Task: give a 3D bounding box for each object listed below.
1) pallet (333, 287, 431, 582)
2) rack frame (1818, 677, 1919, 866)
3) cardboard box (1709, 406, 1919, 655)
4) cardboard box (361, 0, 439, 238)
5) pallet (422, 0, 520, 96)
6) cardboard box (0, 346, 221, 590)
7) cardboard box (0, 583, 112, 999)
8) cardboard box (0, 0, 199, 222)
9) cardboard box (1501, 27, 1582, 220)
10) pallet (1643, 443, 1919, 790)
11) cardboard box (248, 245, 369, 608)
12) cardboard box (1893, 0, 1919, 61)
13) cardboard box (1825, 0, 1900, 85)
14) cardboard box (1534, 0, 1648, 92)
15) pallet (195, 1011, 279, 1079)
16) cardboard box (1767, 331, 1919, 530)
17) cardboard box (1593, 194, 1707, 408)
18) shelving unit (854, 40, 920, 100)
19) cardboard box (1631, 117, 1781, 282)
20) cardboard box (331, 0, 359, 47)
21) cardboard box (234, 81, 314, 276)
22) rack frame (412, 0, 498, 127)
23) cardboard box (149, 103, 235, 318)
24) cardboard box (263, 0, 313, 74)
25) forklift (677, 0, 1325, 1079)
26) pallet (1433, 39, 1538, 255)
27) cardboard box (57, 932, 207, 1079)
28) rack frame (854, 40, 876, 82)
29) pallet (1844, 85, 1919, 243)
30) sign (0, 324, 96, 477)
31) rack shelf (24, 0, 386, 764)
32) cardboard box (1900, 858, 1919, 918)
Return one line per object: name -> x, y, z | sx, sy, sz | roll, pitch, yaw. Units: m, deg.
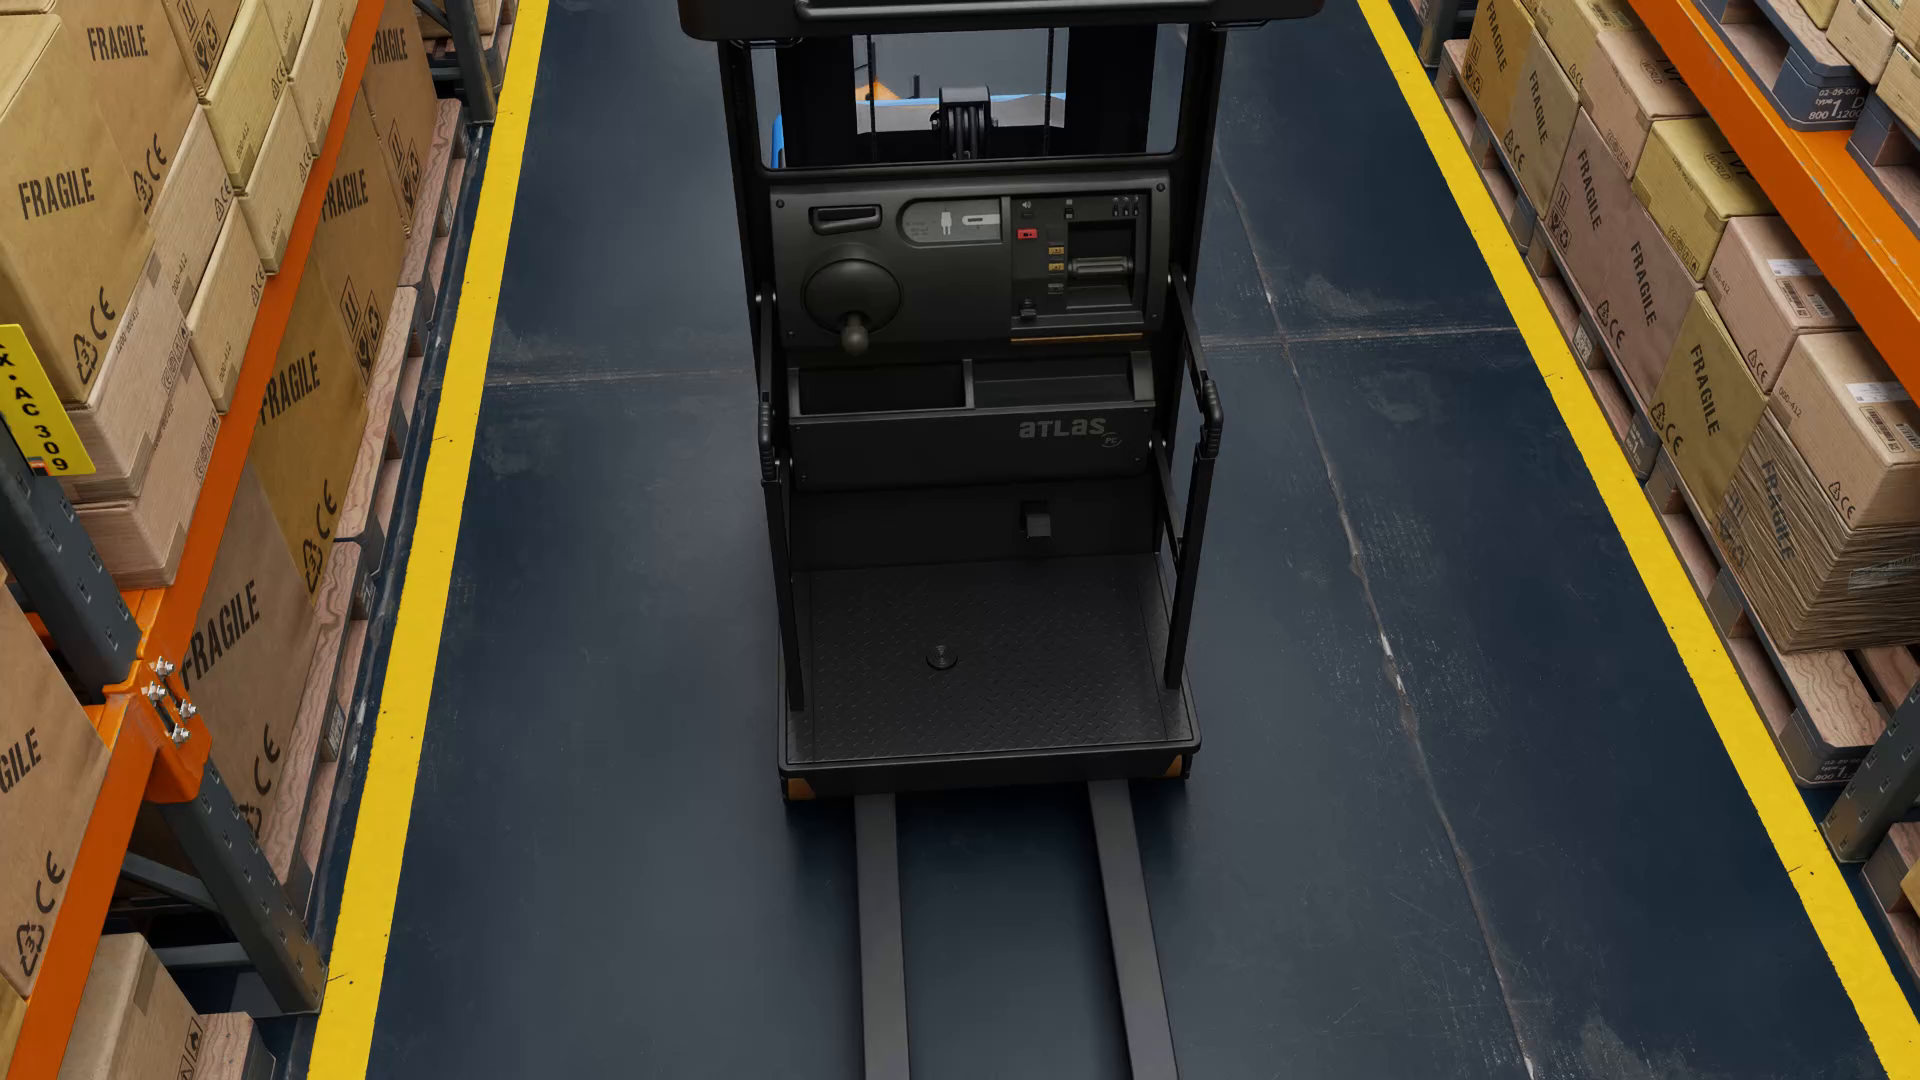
pallet -> -2.337, -0.345, 5.432 | 1.003, 0.211, 1.213 | -3, 47, -3
rack frame -> 2.832, -0.240, 3.411 | 1.000, 3.000, 0.127 | -3, 47, -3
cardboard box -> 2.519, -0.045, 4.659 | 0.500, 0.500, 0.500 | -4, 47, -4
cardboard box -> -2.452, -1.669, 5.939 | 0.875, 0.875, 0.875 | -4, 47, -4
pallet -> -2.491, -2.366, 7.346 | 1.003, 0.211, 1.213 | -3, 47, -3
cardboard box -> -1.866, -0.149, 3.428 | 0.500, 0.250, 0.500 | -4, 47, -4
cardboard box -> -1.799, 0.420, 2.718 | 0.500, 0.500, 0.500 | -3, 47, -3
cardboard box -> -1.913, -0.946, 3.323 | 0.500, 0.500, 0.500 | -4, 47, -4
cardboard box -> 2.348, -1.528, 6.063 | 0.500, 0.500, 0.500 | -3, 47, -3
pallet -> 2.765, 0.156, 4.957 | 1.003, 0.211, 1.213 | -3, 47, -3
cardboard box -> -2.307, -0.376, 4.715 | 0.875, 0.875, 0.875 | -2, 47, -2
cardboard box -> 2.534, -1.244, 4.041 | 0.380, 0.149, 0.250 | -5, 47, -5
cardboard box -> 2.511, -1.324, 4.322 | 0.380, 0.149, 0.250 | -5, 47, -5
cardboard box -> 2.356, -1.796, 5.801 | 0.500, 0.250, 0.500 | -4, 47, -4
pallet -> -2.106, 1.648, 3.544 | 1.003, 0.211, 1.213 | -3, 47, -3
cardboard box -> 2.518, -0.306, 4.390 | 0.500, 0.250, 0.500 | -5, 47, -4
cardboard box -> 2.438, -0.787, 5.362 | 0.500, 0.500, 0.500 | -4, 47, -4
shelving unit -> -0.282, -1.121, 5.589 | 0.215, 1.050, 0.252 | -28, 53, -24
cardboard box -> 2.430, -1.060, 5.104 | 0.500, 0.250, 0.500 | -5, 47, -5
cardboard box -> -2.041, -1.624, 4.826 | 0.500, 0.250, 0.500 | -4, 47, -4
cardboard box -> -1.938, -0.895, 4.135 | 0.500, 0.250, 0.500 | -4, 47, -4
rack frame -> -2.427, -2.760, 5.798 | 1.000, 3.000, 0.127 | -3, 47, -3
cardboard box -> -1.920, -0.697, 3.603 | 0.500, 0.250, 0.500 | -3, 47, -3
cardboard box -> -1.980, -1.430, 4.297 | 0.500, 0.250, 0.500 | -5, 47, -4
forklift -> 0.046, -0.552, 3.754 | 1.130, 2.935, 3.031 | -3, 47, -3
pallet -> 2.561, -1.610, 6.629 | 1.003, 0.211, 1.213 | -3, 47, -3
cardboard box -> -2.146, 1.332, 3.398 | 0.875, 0.438, 0.875 | -4, 47, -4
rack frame -> -0.354, -1.192, 5.656 | 0.200, 1.050, 0.008 | -28, 53, -24
pallet -> 2.913, -0.736, 4.013 | 1.003, 0.211, 1.213 | -3, 47, -3
sign -> -1.539, -0.226, 2.747 | 0.100, 0.325, 0.005 | -3, 47, -3
rack shelf -> -2.260, -1.065, 4.689 | 1.077, 0.370, 4.000 | -3, 47, -3
cardboard box -> 2.542, 0.879, 4.026 | 0.380, 0.149, 0.250 | -5, 47, -5
